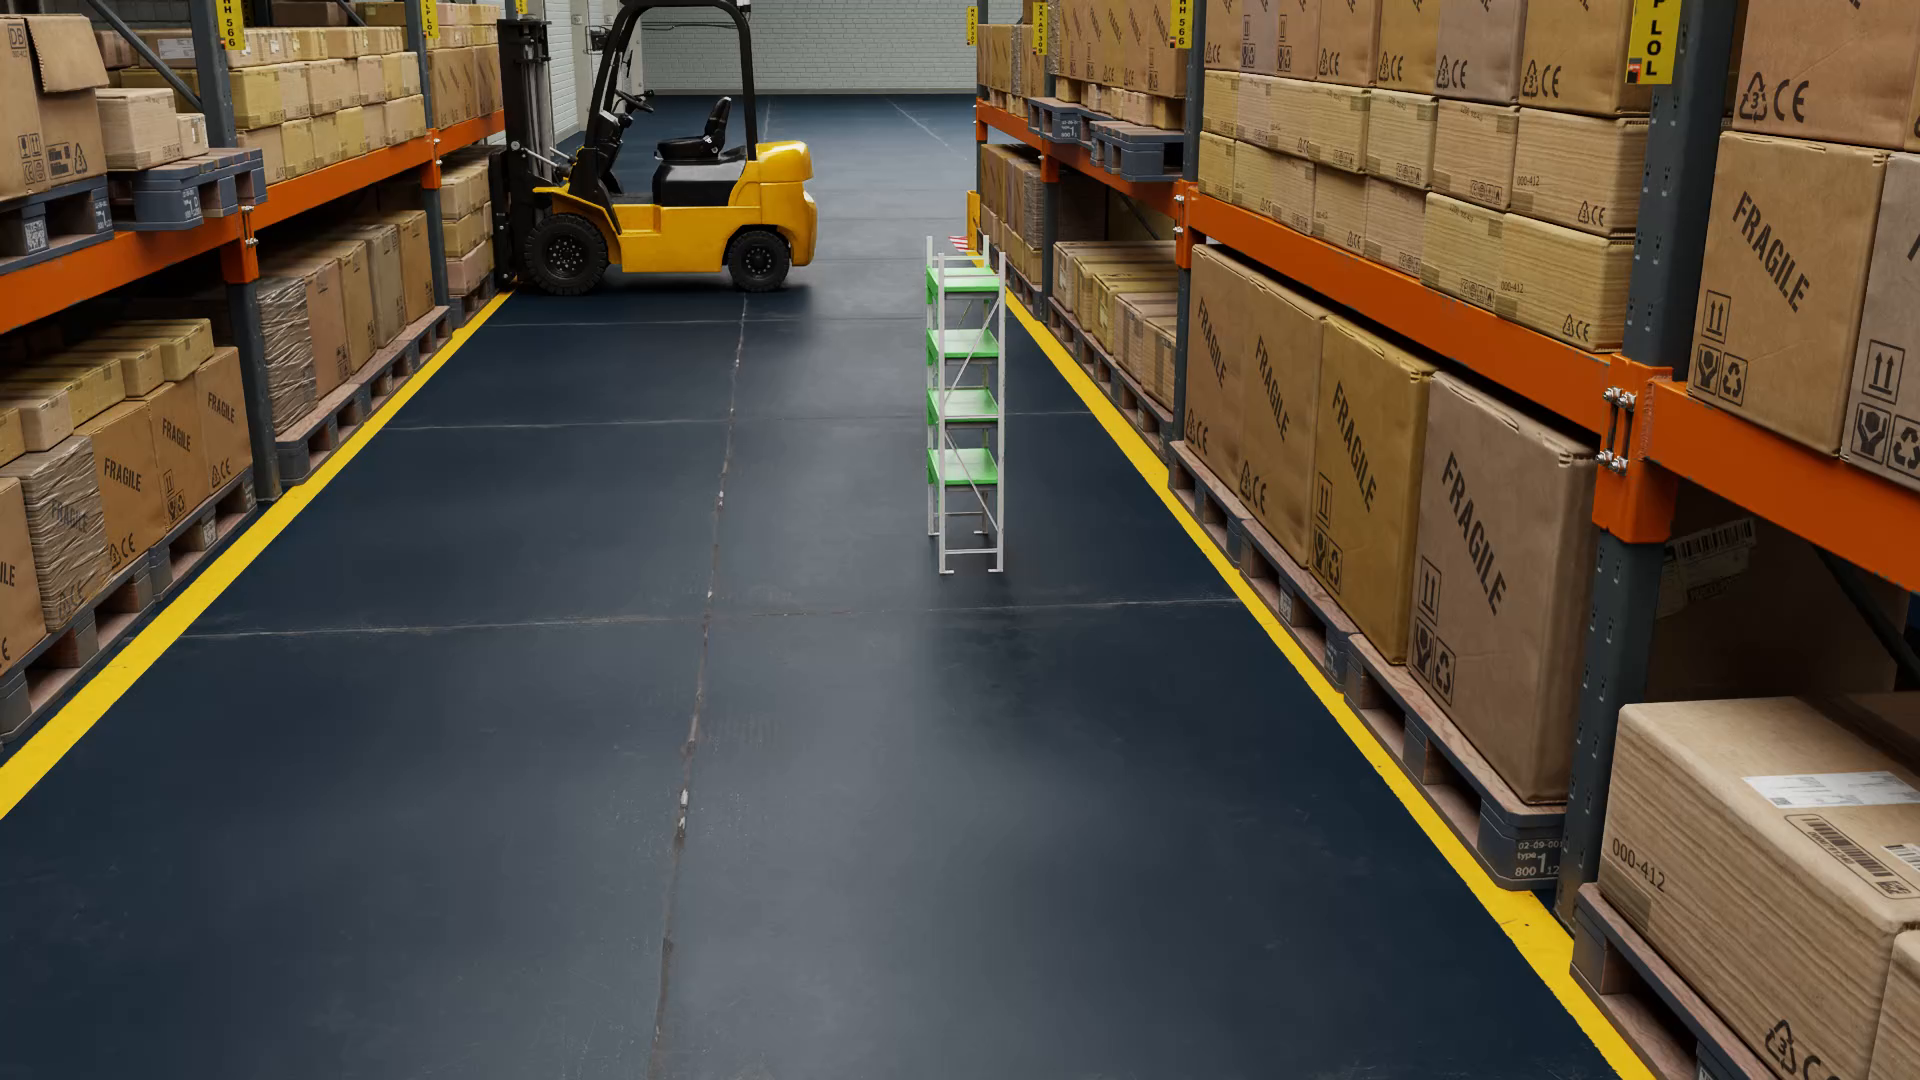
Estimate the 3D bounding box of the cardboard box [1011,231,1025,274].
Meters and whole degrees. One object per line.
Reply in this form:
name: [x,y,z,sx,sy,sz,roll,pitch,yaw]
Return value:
cardboard box: [0.671,-2.151,12.410,0.500,0.250,0.500,-2,18,-7]

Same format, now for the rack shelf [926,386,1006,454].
rack shelf: [0.017,-0.462,6.359,0.258,0.148,0.480,-2,18,-6]

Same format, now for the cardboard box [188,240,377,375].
cardboard box: [-3.656,-1.239,8.879,0.875,0.625,0.625,-3,18,-8]

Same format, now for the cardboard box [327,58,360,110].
cardboard box: [-3.427,-2.354,8.583,0.500,0.250,0.500,-2,17,-5]

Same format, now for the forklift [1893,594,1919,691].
forklift: [3.171,-1.041,5.098,1.130,2.935,3.031,-3,18,-9]

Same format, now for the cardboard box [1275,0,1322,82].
cardboard box: [1.383,-1.813,5.607,0.500,0.500,0.500,-1,17,-4]

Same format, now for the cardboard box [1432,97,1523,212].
cardboard box: [1.543,-0.992,4.246,0.500,0.250,0.500,-1,17,-4]

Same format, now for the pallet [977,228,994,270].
pallet: [0.708,-2.532,14.389,1.003,0.211,1.213,-2,18,-6]

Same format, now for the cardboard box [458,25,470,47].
cardboard box: [-3.747,-3.624,11.964,0.380,0.149,0.250,-2,18,-7]

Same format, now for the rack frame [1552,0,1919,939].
rack frame: [1.889,-0.553,3.430,1.000,3.000,0.127,-2,18,-6]

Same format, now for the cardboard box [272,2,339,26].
cardboard box: [-4.206,-3.367,10.647,0.380,0.149,0.250,-2,18,-6]

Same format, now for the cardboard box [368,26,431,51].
cardboard box: [-3.644,-3.242,10.746,0.380,0.149,0.250,-2,18,-7]

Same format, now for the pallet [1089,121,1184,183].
pallet: [1.297,-1.862,7.921,1.213,0.211,1.003,-2,18,-6]

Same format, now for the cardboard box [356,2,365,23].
cardboard box: [-3.745,-3.460,10.943,0.380,0.149,0.250,-2,17,-5]

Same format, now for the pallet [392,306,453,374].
pallet: [-3.758,-1.233,10.253,1.003,0.211,1.213,-2,18,-6]

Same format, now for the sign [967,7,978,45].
sign: [0.112,-4.524,14.635,0.100,0.325,0.005,-2,18,-6]

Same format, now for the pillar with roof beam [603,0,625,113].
pillar with roof beam: [-3.303,-13.884,35.878,9.100,9.000,0.400,-2,18,-6]

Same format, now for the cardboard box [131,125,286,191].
cardboard box: [-3.263,-1.658,7.202,0.500,0.250,0.500,-2,18,-5]

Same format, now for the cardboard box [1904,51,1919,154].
cardboard box: [1.743,-0.778,2.310,0.500,0.500,0.500,-2,18,-6]

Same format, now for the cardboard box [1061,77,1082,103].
cardboard box: [0.824,-2.768,10.204,0.380,0.149,0.250,-1,17,-5]

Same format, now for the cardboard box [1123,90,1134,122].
cardboard box: [1.021,-2.142,8.211,0.380,0.149,0.250,-3,18,-8]

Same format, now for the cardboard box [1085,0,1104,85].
cardboard box: [0.981,-2.728,8.994,0.500,0.500,0.500,-2,18,-8]

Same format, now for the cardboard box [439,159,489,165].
cardboard box: [-3.762,-2.758,12.676,0.500,0.250,0.500,-2,18,-7]

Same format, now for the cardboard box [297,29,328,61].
cardboard box: [-3.344,-2.436,8.177,0.380,0.149,0.250,-1,17,-4]

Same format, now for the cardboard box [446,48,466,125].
cardboard box: [-3.729,-3.125,11.455,0.500,0.500,0.500,-1,17,-5]

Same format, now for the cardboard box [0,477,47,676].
cardboard box: [-2.985,0.136,4.709,0.500,0.500,0.500,-2,18,-7]

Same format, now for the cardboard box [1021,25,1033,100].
cardboard box: [0.711,-3.404,11.848,0.500,0.500,0.500,-1,17,-4]

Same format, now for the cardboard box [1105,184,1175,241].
cardboard box: [1.272,-2.367,11.845,0.500,0.500,0.500,-1,17,-3]

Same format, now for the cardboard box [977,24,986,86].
cardboard box: [0.425,-4.168,14.282,0.500,0.500,0.500,-2,18,-6]

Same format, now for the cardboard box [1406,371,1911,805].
cardboard box: [1.746,0.078,4.266,0.875,0.875,0.875,-1,17,-4]

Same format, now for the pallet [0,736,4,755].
pallet: [-3.169,0.691,4.124,1.003,0.211,1.213,-2,18,-6]

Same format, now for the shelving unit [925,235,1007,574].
shelving unit: [0.017,-0.523,6.340,0.258,1.200,0.503,-2,18,-6]

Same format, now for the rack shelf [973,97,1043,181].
rack shelf: [0.858,-3.189,13.028,1.077,0.370,4.000,-2,18,-6]

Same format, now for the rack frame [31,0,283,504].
rack frame: [-3.460,-1.590,6.734,1.000,3.000,0.127,-2,18,-6]

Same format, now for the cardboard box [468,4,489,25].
cardboard box: [-3.807,-3.995,12.649,0.380,0.149,0.250,-1,17,-5]

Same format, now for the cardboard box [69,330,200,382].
cardboard box: [-3.098,-0.688,6.249,0.380,0.149,0.250,-3,18,-9]

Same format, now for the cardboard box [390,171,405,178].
cardboard box: [-4.183,-2.439,11.657,0.500,0.250,0.500,-2,18,-6]

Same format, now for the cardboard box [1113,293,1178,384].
cardboard box: [1.344,-1.079,8.794,0.950,0.372,0.625,-2,18,-7]

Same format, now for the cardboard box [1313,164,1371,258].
cardboard box: [1.450,-1.064,5.308,0.500,0.250,0.500,-2,18,-6]

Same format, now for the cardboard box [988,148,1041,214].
cardboard box: [0.521,-2.963,13.744,0.500,0.500,0.500,-2,18,-8]

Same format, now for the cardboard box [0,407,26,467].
cardboard box: [-3.074,-0.297,5.006,0.380,0.149,0.250,-2,18,-5]

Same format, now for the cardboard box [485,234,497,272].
cardboard box: [-3.729,-2.128,12.337,0.500,0.250,0.500,-1,17,-5]

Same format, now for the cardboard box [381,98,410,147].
cardboard box: [-3.503,-2.419,9.624,0.500,0.250,0.500,-2,18,-6]

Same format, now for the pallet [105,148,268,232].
pallet: [-3.320,-1.299,6.127,1.213,0.211,1.003,-2,18,-6]

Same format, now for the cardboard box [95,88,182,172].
cardboard box: [-3.029,-1.415,5.724,0.500,0.250,0.500,-3,18,-8]

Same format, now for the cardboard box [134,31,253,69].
cardboard box: [-3.200,-2.051,6.954,0.380,0.149,0.250,-1,17,-4]

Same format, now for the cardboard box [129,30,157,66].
cardboard box: [-3.799,-2.192,7.400,0.380,0.149,0.250,-2,18,-6]

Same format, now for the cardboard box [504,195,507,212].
cardboard box: [-3.761,-2.513,12.729,0.500,0.250,0.500,-2,18,-6]

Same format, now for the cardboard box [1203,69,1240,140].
cardboard box: [1.283,-1.753,6.669,0.500,0.250,0.500,-2,18,-6]

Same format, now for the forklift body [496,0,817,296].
forklift body: [-2.275,-3.060,12.833,2.313,2.155,1.214,-2,18,-6]
